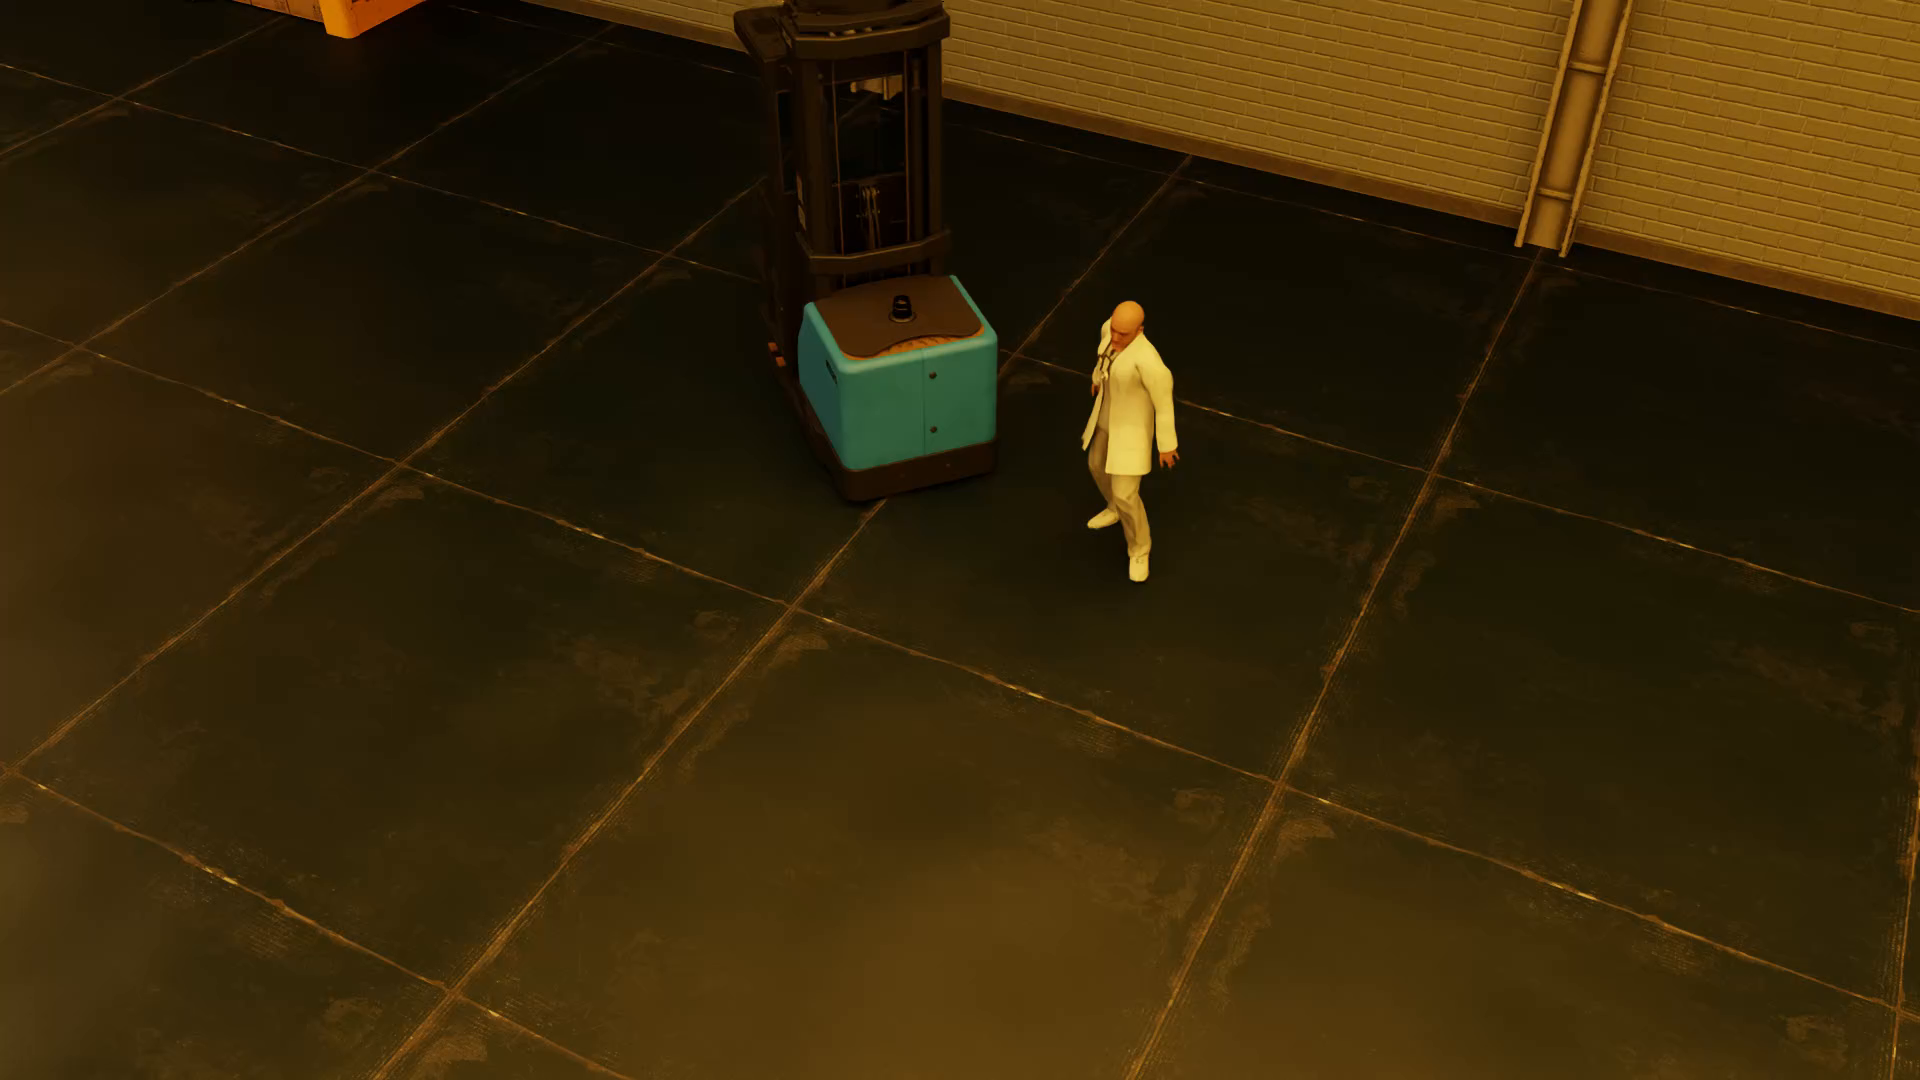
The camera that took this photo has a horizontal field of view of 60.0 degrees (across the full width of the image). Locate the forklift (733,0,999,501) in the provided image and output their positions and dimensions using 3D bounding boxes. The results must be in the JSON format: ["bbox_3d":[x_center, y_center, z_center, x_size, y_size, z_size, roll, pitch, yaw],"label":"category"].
[{"bbox_3d":[-0.742,-2.319,10.740,1.130,2.935,3.031,-13,42,-15],"label":"forklift"}]

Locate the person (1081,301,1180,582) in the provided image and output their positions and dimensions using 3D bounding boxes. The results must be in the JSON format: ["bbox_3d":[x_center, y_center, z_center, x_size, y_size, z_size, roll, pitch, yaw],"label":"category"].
[{"bbox_3d":[0.986,-0.682,9.747,0.483,1.749,0.924,-18,43,-20],"label":"person"}]
